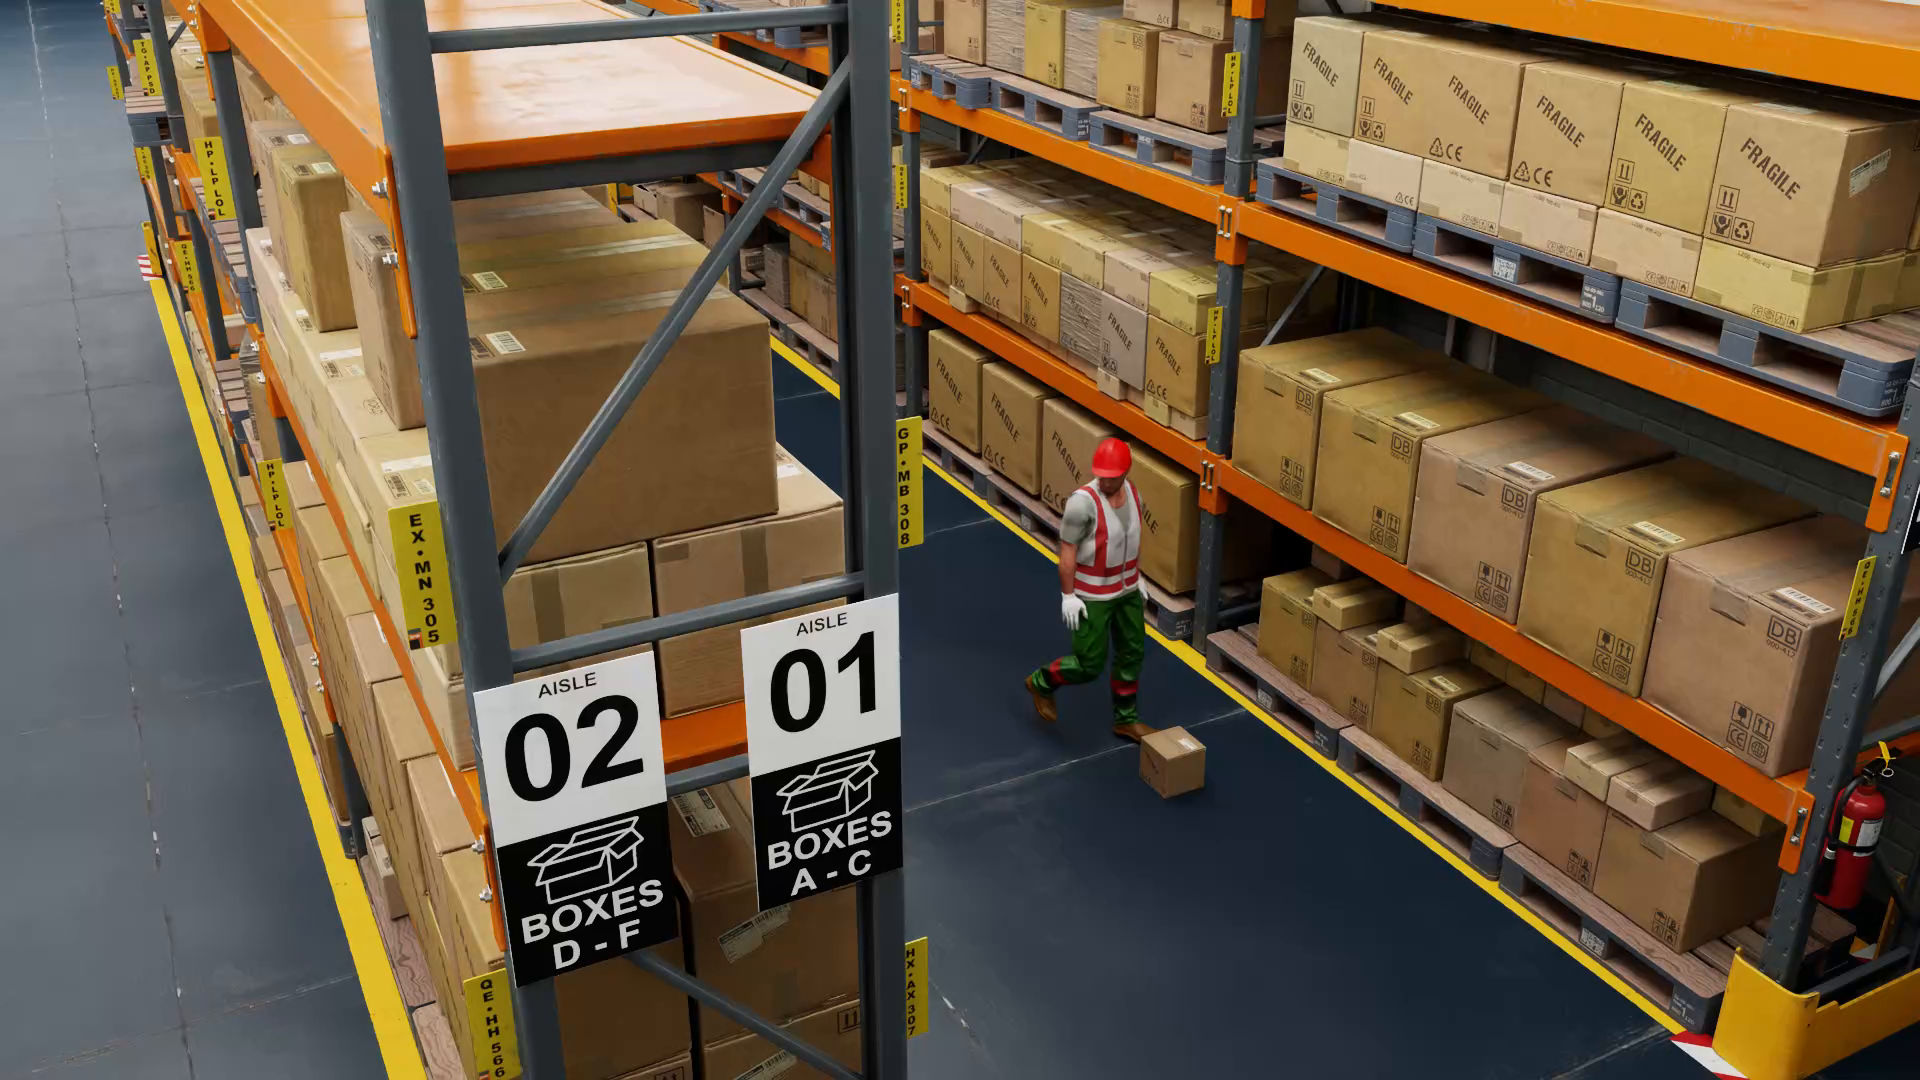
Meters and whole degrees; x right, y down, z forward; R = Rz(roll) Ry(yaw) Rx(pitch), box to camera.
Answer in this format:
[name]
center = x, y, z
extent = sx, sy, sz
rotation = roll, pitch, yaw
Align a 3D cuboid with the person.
[person]
center = 0.761, 0.269, 8.986
extent = 0.604, 1.775, 0.711
rotation = -21, 32, -37
